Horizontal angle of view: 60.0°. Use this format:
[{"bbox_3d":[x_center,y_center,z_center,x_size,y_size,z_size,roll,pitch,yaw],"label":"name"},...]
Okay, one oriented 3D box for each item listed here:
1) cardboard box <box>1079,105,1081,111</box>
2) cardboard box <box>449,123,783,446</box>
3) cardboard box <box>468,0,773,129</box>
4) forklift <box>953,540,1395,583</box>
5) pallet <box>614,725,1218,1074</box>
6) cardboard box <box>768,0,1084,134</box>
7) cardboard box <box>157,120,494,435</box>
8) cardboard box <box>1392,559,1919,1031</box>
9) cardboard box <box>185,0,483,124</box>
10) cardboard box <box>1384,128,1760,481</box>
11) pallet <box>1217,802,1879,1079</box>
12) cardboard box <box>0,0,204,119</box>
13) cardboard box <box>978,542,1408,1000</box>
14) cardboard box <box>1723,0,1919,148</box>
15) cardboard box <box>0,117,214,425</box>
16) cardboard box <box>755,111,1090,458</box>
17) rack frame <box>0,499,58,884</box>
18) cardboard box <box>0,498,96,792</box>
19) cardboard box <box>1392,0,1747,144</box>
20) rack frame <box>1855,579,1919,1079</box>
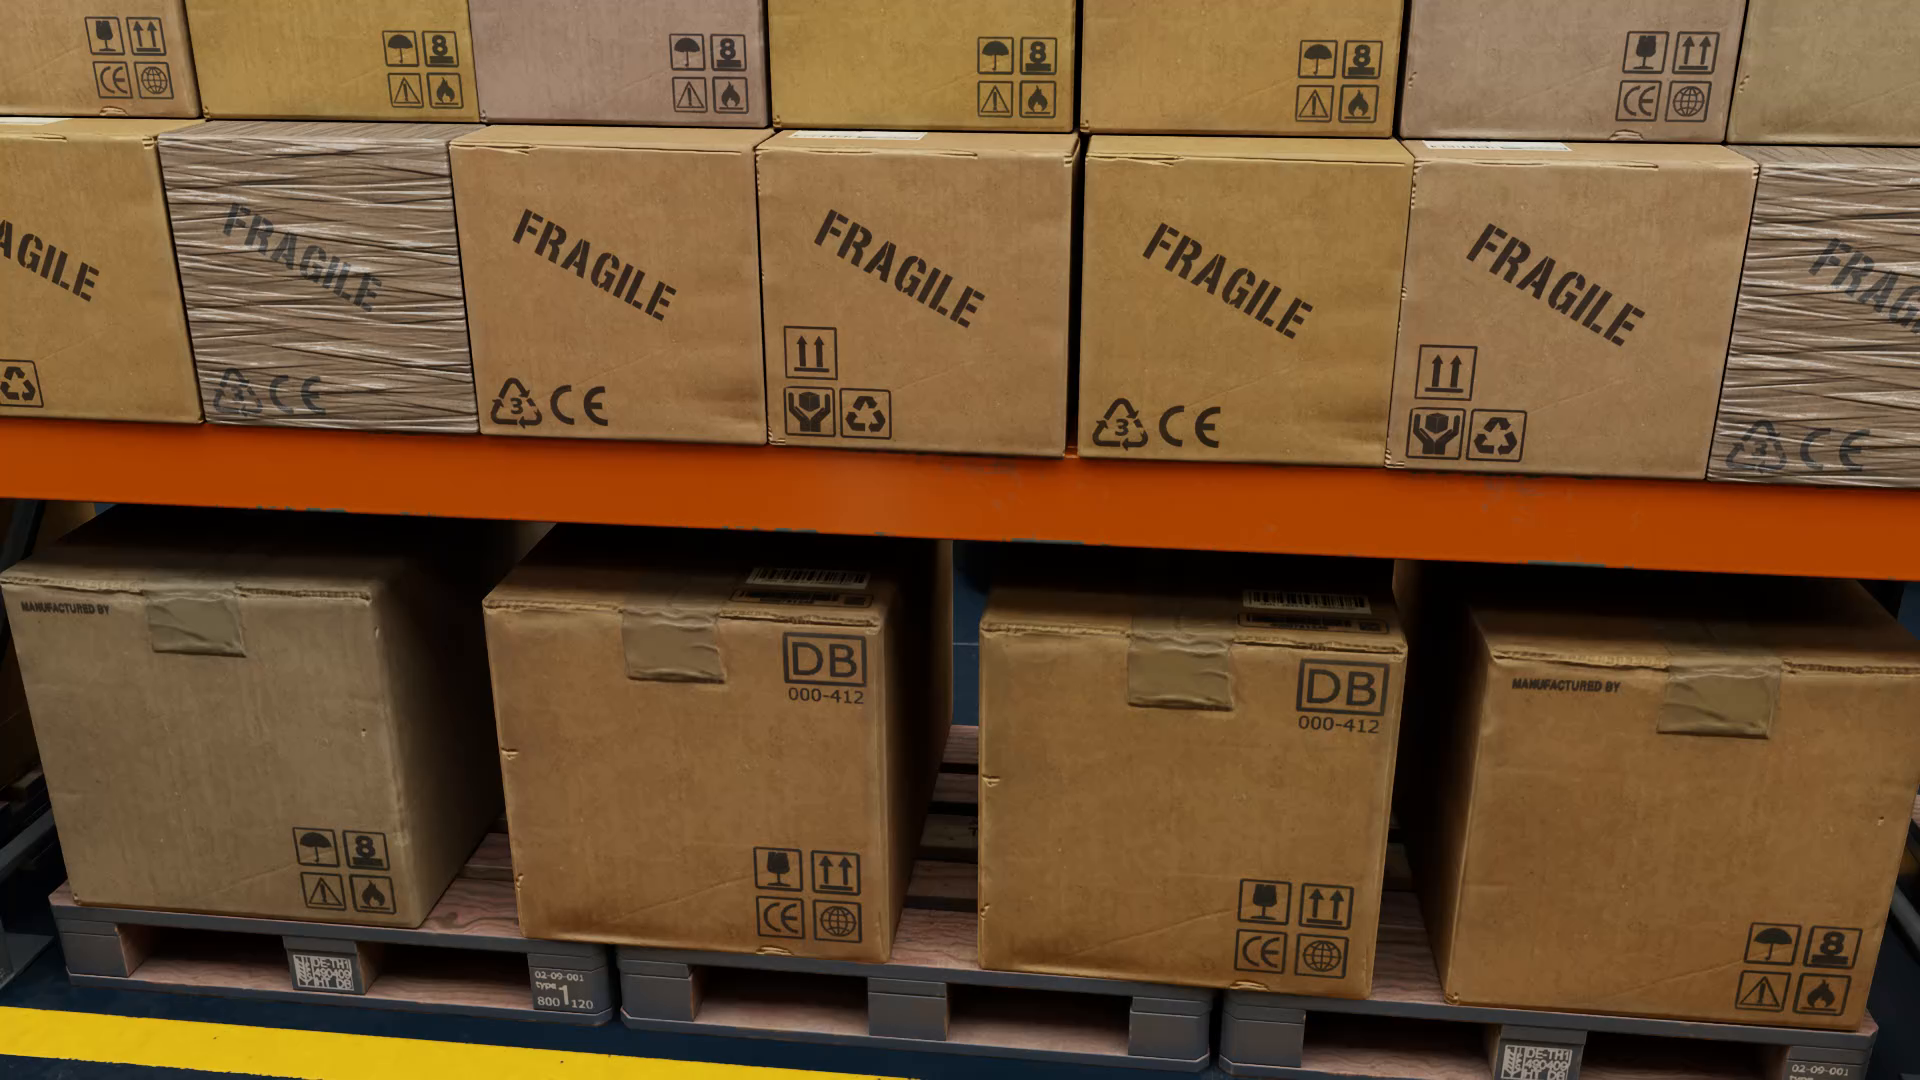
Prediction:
[{"bbox_3d":[0.023,-0.665,3.406,0.500,0.500,0.500,2,22,6],"label":"cardboard box"},{"bbox_3d":[-0.547,-0.489,2.962,0.500,0.500,0.500,2,22,6],"label":"cardboard box"},{"bbox_3d":[-0.528,-1.057,3.037,0.500,0.500,0.700,3,22,7],"label":"cardboard box"},{"bbox_3d":[2.232,-2.632,8.612,4.193,2.935,8.118,1,22,2],"label":"forklift"},{"bbox_3d":[-0.045,0.746,3.765,1.213,0.211,1.003,2,22,6],"label":"pallet"},{"bbox_3d":[-0.027,-1.034,2.981,0.500,0.500,0.700,2,22,6],"label":"cardboard box"},{"bbox_3d":[-1.043,-0.512,3.019,0.500,0.500,0.500,3,22,7],"label":"cardboard box"},{"bbox_3d":[-0.886,-0.771,5.633,5.693,1.239,5.455,2,22,6],"label":"cardboard box"},{"bbox_3d":[-1.030,-1.079,3.093,0.500,0.500,0.700,2,22,5],"label":"cardboard box"},{"bbox_3d":[0.963,-0.425,2.799,0.500,0.500,0.500,2,22,6],"label":"cardboard box"},{"bbox_3d":[1.163,0.800,3.629,1.213,0.211,1.003,2,22,6],"label":"pallet"},{"bbox_3d":[-1.541,-1.100,3.147,0.500,0.500,0.700,2,22,5],"label":"cardboard box"},{"bbox_3d":[0.475,0.320,3.539,0.750,0.750,1.050,3,22,7],"label":"cardboard box"},{"bbox_3d":[1.493,-0.970,2.817,0.500,0.500,0.700,2,22,6],"label":"cardboard box"},{"bbox_3d":[-1.544,-0.534,3.074,0.500,0.500,0.500,3,22,7],"label":"cardboard box"},{"bbox_3d":[-0.043,-0.467,2.906,0.500,0.500,0.500,3,22,7],"label":"cardboard box"},{"bbox_3d":[-2.035,-0.609,3.401,0.053,2.616,0.949,2,22,6],"label":"rack frame"},{"bbox_3d":[-2.651,0.132,3.845,0.875,0.875,0.875,3,22,7],"label":"cardboard box"},{"bbox_3d":[0.990,-0.991,2.871,0.500,0.500,0.700,2,22,6],"label":"cardboard box"},{"bbox_3d":[1.937,-0.435,2.961,0.127,3.000,1.000,2,22,6],"label":"rack frame"}]
